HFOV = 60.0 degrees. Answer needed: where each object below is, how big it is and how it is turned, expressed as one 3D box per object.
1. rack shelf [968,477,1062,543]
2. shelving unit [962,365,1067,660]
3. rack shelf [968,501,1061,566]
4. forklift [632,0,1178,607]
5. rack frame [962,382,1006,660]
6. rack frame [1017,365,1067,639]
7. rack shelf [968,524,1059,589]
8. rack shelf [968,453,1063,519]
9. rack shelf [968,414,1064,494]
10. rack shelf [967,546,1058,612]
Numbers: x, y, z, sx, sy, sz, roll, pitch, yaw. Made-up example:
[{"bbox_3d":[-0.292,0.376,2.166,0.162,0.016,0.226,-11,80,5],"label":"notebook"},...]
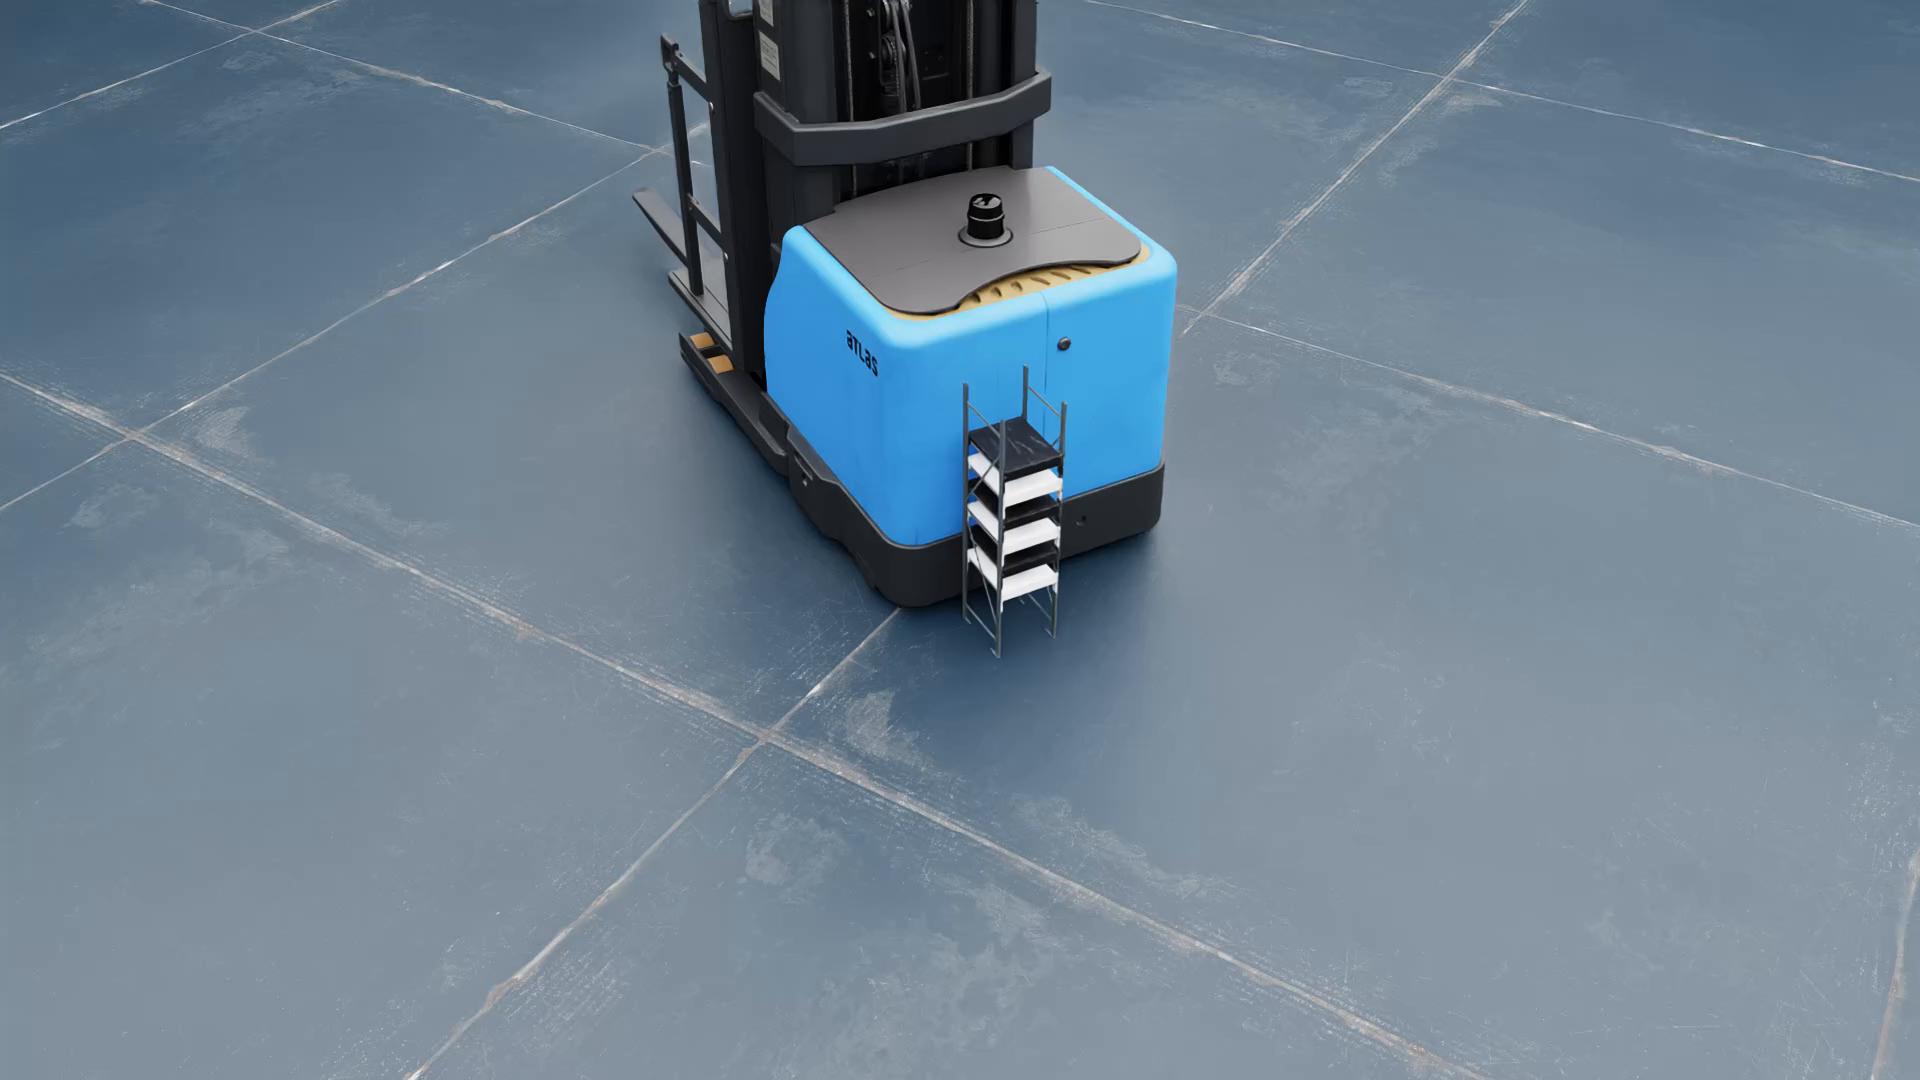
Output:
[{"bbox_3d":[0.158,-0.117,5.071,0.200,0.077,0.258,-18,41,-22],"label":"rack shelf"},{"bbox_3d":[0.158,-0.072,5.106,0.210,0.900,0.258,-18,41,-22],"label":"shelving unit"},{"bbox_3d":[0.158,-0.046,5.126,0.200,0.077,0.258,-18,41,-22],"label":"rack shelf"},{"bbox_3d":[-0.450,-1.830,5.723,1.130,2.935,3.031,-18,41,-22],"label":"forklift"},{"bbox_3d":[0.069,-0.043,5.067,0.006,0.900,0.240,-18,41,-22],"label":"rack frame"},{"bbox_3d":[0.248,-0.101,5.144,0.006,0.900,0.240,-18,41,-22],"label":"rack frame"},{"bbox_3d":[0.158,0.025,5.181,0.200,0.077,0.258,-18,41,-22],"label":"rack shelf"},{"bbox_3d":[0.158,-0.188,5.016,0.200,0.077,0.258,-18,41,-22],"label":"rack shelf"},{"bbox_3d":[0.159,-0.259,4.960,0.200,0.077,0.258,-18,41,-22],"label":"rack shelf"},{"bbox_3d":[0.158,0.097,5.236,0.200,0.077,0.258,-18,41,-22],"label":"rack shelf"}]
